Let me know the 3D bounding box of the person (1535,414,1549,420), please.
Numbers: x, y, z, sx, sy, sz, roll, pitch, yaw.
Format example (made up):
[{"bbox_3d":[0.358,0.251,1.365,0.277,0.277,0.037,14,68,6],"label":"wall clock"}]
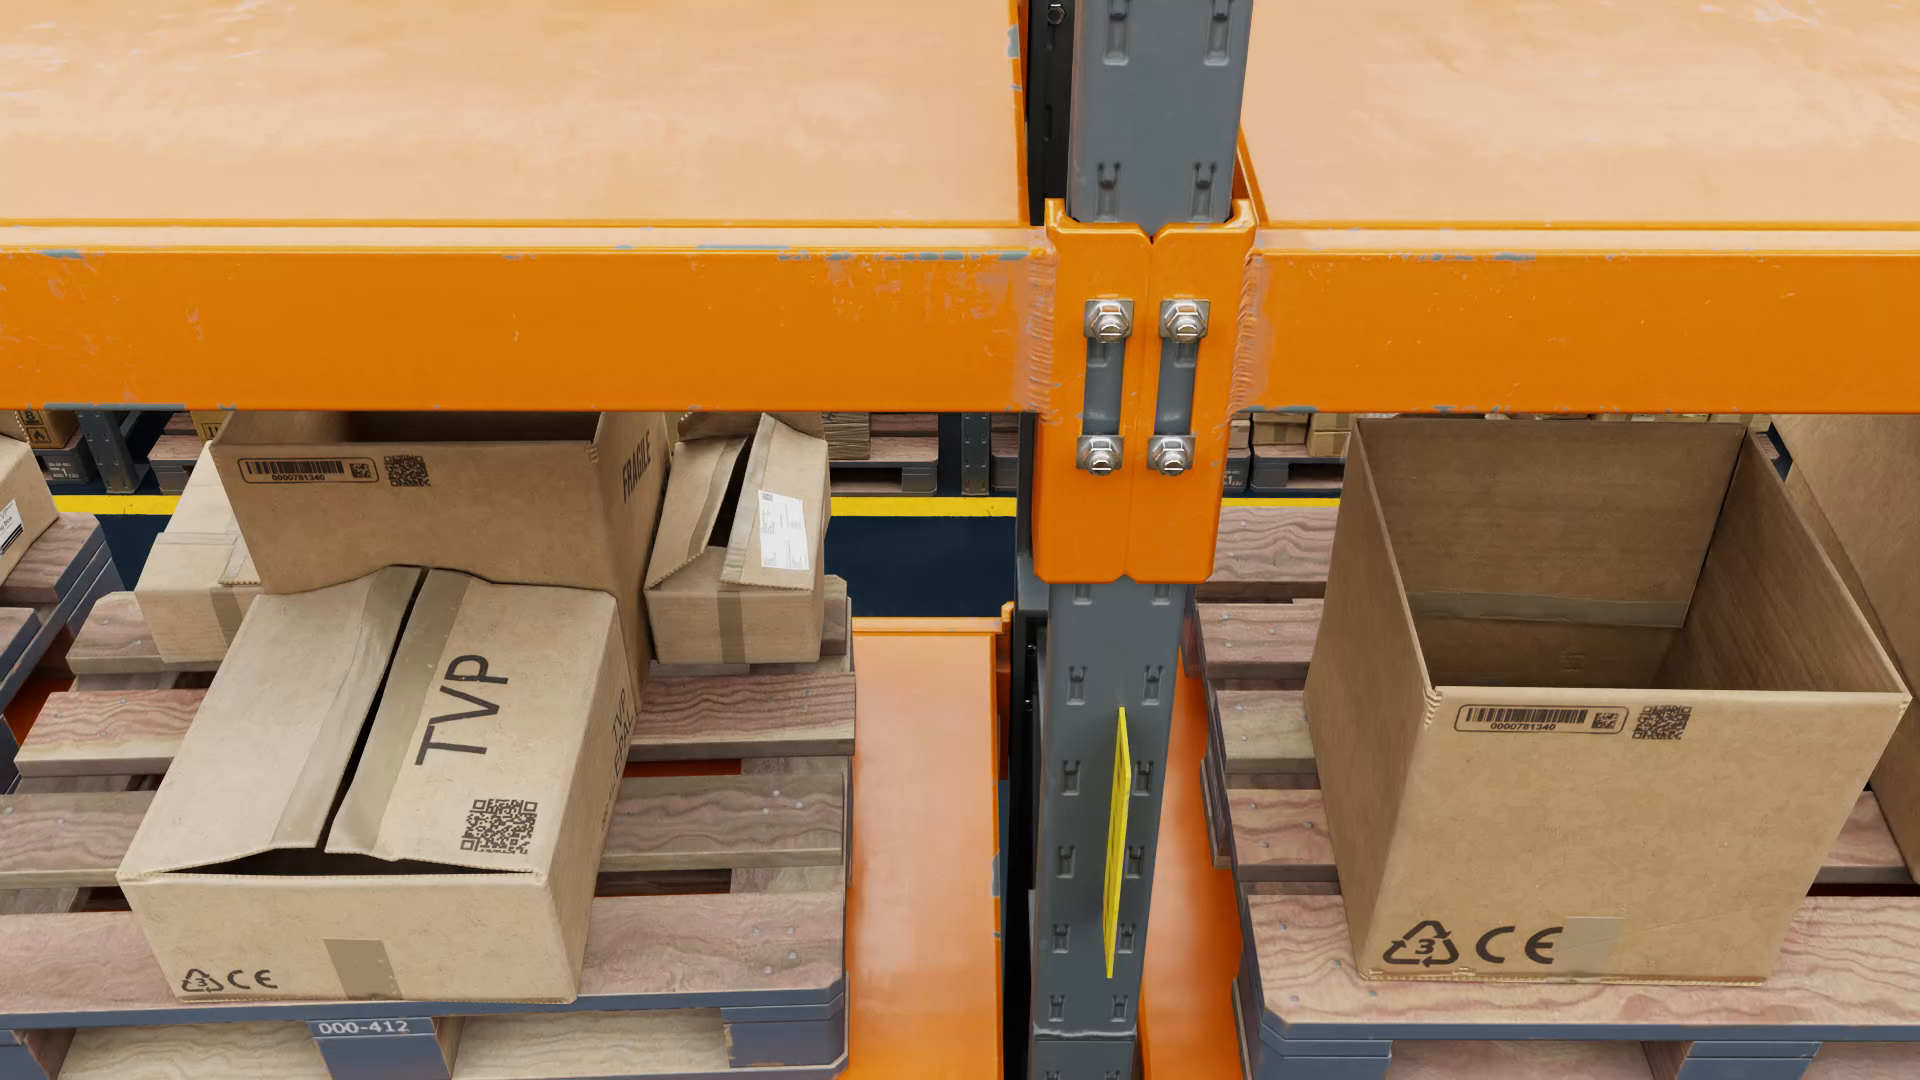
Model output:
[{"bbox_3d":[2.060,-0.217,6.380,0.956,1.739,0.593,2,39,2],"label":"person"}]
